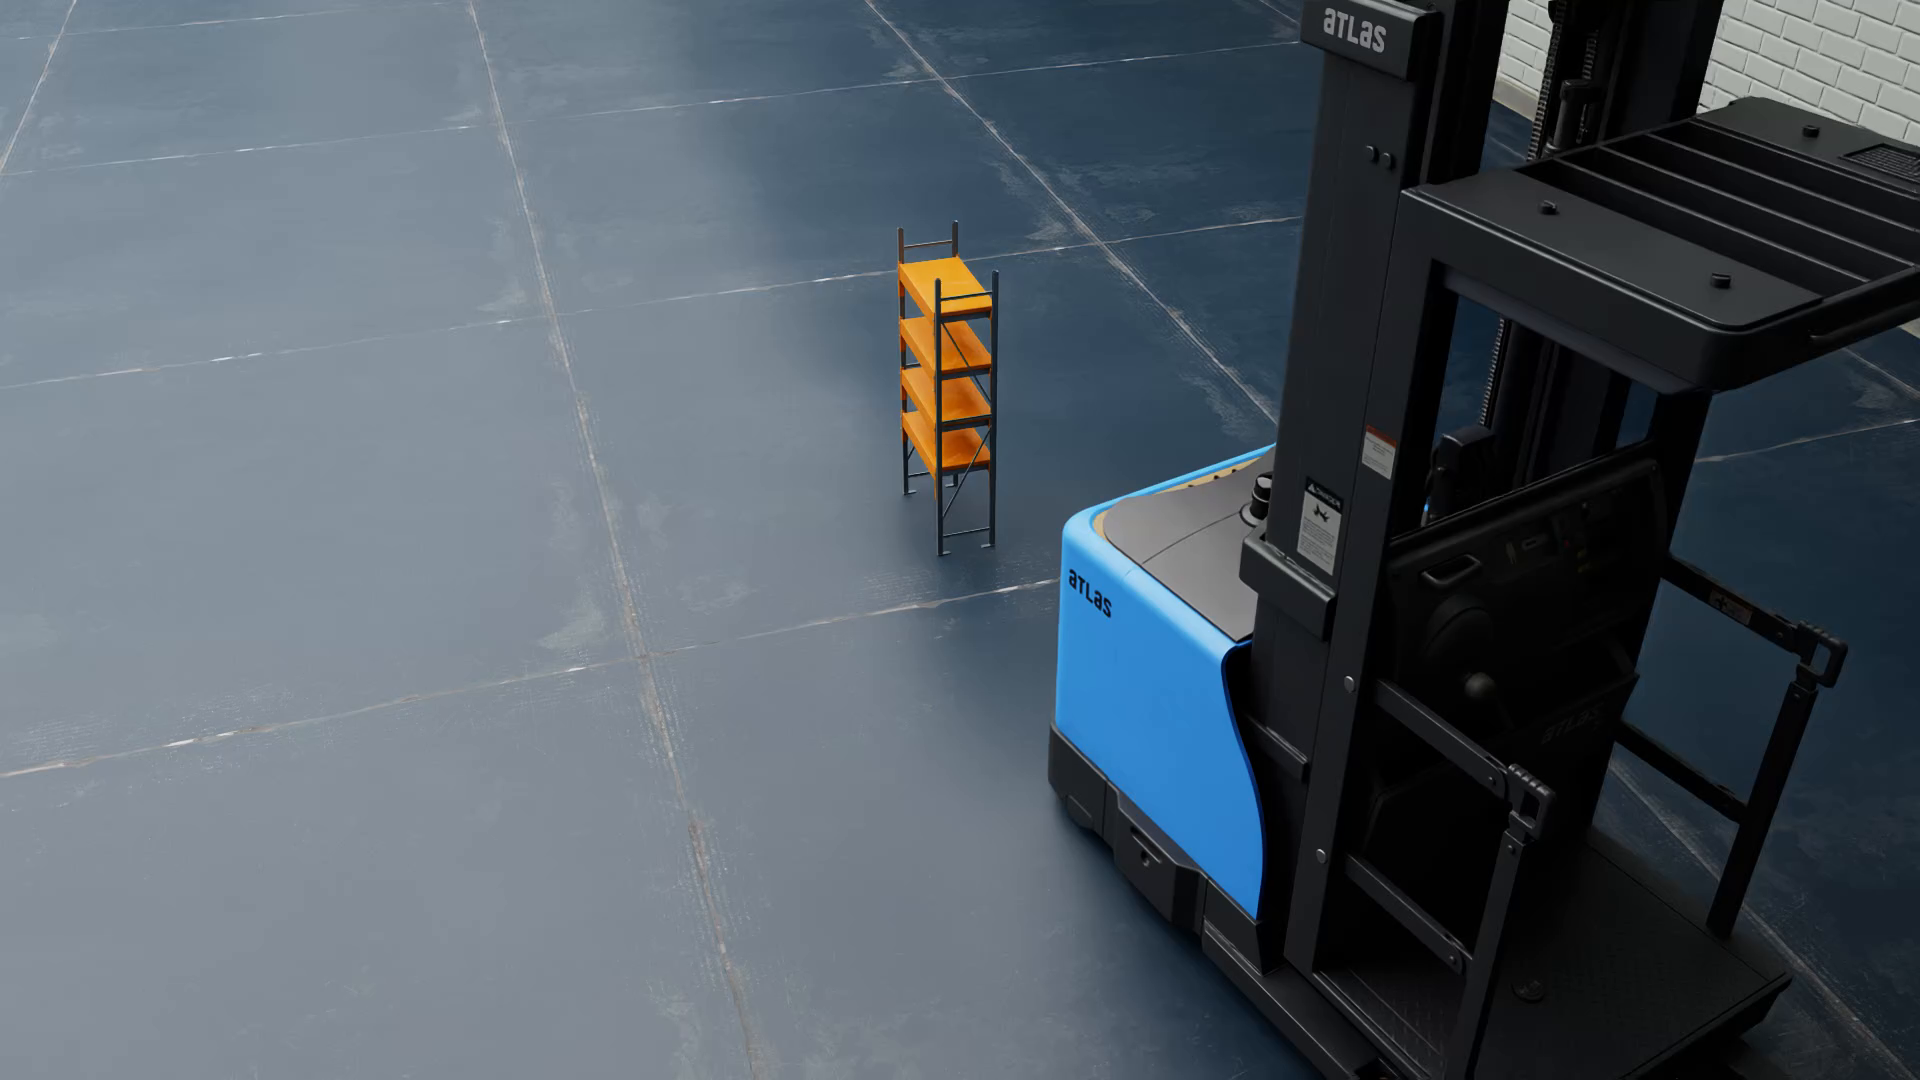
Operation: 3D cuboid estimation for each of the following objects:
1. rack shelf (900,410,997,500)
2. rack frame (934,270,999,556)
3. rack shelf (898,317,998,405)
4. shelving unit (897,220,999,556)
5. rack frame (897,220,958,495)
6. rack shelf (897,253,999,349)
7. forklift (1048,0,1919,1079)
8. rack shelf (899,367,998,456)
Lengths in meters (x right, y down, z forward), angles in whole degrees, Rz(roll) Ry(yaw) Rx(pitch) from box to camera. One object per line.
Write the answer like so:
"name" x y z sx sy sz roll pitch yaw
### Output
"rack shelf" -0.051 -0.366 6.697 0.258 0.148 0.480 -10 35 -15
"rack frame" 0.024 -0.459 6.357 0.240 1.200 0.015 -10 35 -15
"rack shelf" -0.051 -0.718 6.465 0.258 0.148 0.480 -10 35 -15
"shelving unit" -0.051 -0.587 6.551 0.258 1.200 0.503 -10 35 -15
"rack frame" -0.125 -0.716 6.745 0.240 1.200 0.015 -10 35 -15
"rack shelf" -0.051 -0.915 6.334 0.258 0.148 0.480 -10 35 -15
"forklift" 1.491 0.152 3.861 1.130 2.935 3.031 -19 38 -26
"rack shelf" -0.051 -0.531 6.588 0.258 0.148 0.480 -10 35 -15
